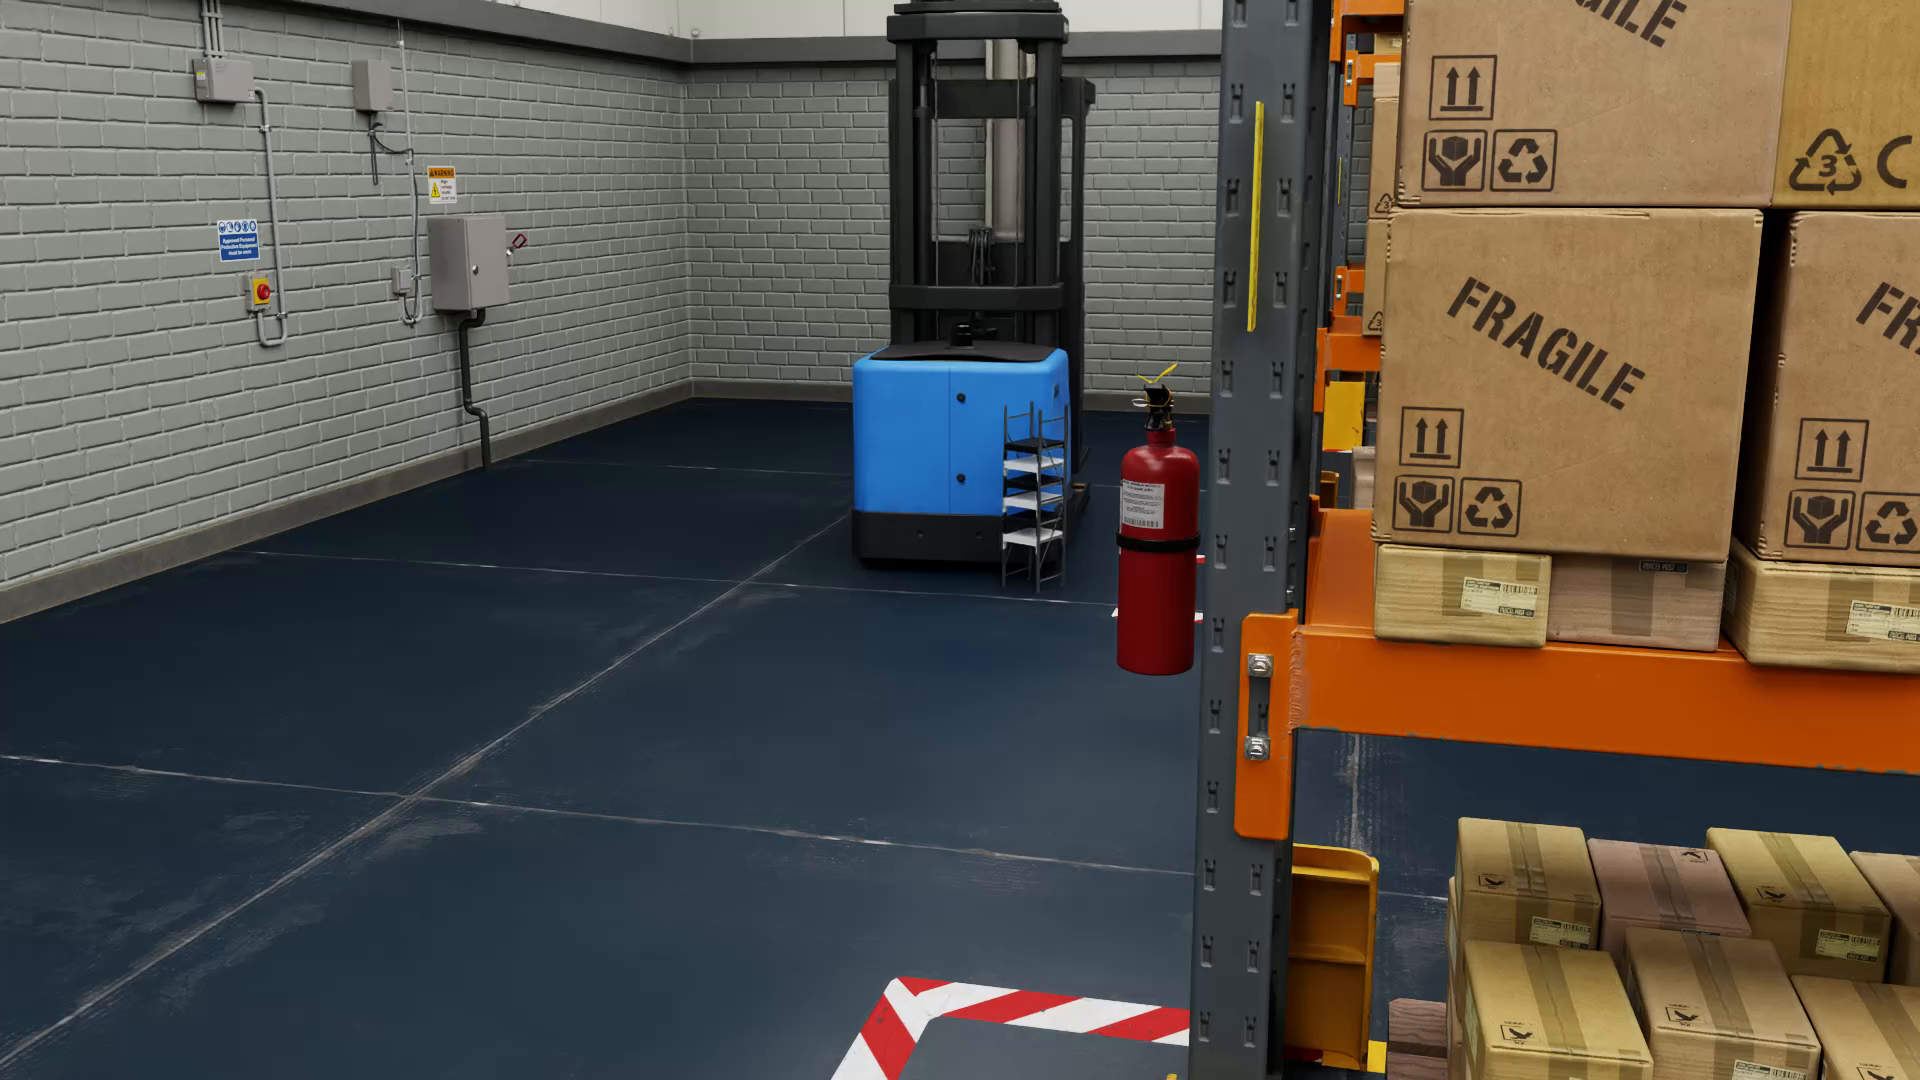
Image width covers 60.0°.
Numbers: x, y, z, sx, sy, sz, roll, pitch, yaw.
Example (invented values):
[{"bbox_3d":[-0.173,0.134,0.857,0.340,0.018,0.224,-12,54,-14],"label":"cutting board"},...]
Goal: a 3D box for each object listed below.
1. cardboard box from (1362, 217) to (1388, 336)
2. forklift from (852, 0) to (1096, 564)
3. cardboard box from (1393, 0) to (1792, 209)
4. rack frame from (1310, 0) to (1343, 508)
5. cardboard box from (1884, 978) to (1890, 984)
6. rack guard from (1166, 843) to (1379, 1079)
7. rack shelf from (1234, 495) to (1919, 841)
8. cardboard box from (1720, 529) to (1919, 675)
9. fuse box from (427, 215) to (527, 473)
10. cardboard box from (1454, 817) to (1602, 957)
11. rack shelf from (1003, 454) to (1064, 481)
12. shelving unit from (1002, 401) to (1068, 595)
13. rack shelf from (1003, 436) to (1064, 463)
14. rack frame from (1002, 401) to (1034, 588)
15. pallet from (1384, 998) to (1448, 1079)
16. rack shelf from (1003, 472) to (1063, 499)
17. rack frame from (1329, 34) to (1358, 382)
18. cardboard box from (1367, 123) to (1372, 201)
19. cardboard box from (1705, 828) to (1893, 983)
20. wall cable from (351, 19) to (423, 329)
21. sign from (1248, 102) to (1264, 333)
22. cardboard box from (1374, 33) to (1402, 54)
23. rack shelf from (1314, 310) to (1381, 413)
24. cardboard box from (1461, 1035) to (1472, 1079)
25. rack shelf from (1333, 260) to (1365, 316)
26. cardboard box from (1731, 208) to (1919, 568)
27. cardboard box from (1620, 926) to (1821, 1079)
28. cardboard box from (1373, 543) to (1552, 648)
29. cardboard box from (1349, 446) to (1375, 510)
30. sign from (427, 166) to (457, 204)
[{"bbox_3d":[2.048,-1.172,7.362,0.500,0.500,0.500,3,13,13],"label":"cardboard box"},{"bbox_3d":[0.189,-1.579,9.583,1.130,2.935,3.031,2,13,9],"label":"forklift"},{"bbox_3d":[0.935,-0.766,2.533,0.500,0.500,0.500,3,13,13],"label":"cardboard box"},{"bbox_3d":[1.651,-1.209,7.757,0.127,3.000,1.000,3,13,14],"label":"rack frame"},{"bbox_3d":[1.885,0.909,3.139,0.250,0.149,0.380,3,13,13],"label":"cardboard box"},{"bbox_3d":[0.637,1.062,3.294,0.348,0.500,1.175,3,13,14],"label":"rack guard"},{"bbox_3d":[2.505,0.292,2.651,4.000,0.370,1.077,3,13,14],"label":"rack shelf"},{"bbox_3d":[1.304,0.075,2.548,0.250,0.149,0.380,3,13,12],"label":"cardboard box"},{"bbox_3d":[-3.184,-1.302,11.150,0.414,1.711,0.539,3,13,14],"label":"fuse box"},{"bbox_3d":[1.138,0.708,3.357,0.250,0.149,0.380,3,13,14],"label":"cardboard box"},{"bbox_3d":[0.365,-0.353,8.065,0.200,0.077,0.258,10,16,37],"label":"rack shelf"},{"bbox_3d":[0.364,-0.209,8.098,0.210,0.900,0.258,10,16,37],"label":"shelving unit"},{"bbox_3d":[0.365,-0.440,8.046,0.200,0.077,0.258,10,16,37],"label":"rack shelf"},{"bbox_3d":[0.284,-0.223,8.158,0.006,0.900,0.240,10,16,37],"label":"rack frame"},{"bbox_3d":[1.417,1.252,3.102,1.213,0.211,1.003,3,13,14],"label":"pallet"},{"bbox_3d":[0.364,-0.265,8.085,0.200,0.077,0.258,10,16,37],"label":"rack shelf"},{"bbox_3d":[2.836,-2.253,12.462,0.127,3.000,1.000,3,13,14],"label":"rack frame"},{"bbox_3d":[2.176,-1.771,7.751,0.500,0.500,0.500,4,13,15],"label":"cardboard box"},{"bbox_3d":[1.650,0.720,3.303,0.250,0.149,0.380,3,13,12],"label":"cardboard box"},{"bbox_3d":[-3.501,-2.291,10.290,0.122,1.984,0.588,3,13,14],"label":"wall cable"},{"bbox_3d":[0.433,-0.471,2.433,0.005,0.325,0.100,3,13,14],"label":"sign"},{"bbox_3d":[3.090,-3.529,11.870,0.250,0.149,0.380,3,13,15],"label":"cardboard box"},{"bbox_3d":[3.593,-0.754,7.367,4.000,0.370,1.077,3,13,14],"label":"rack shelf"},{"bbox_3d":[1.010,0.960,2.907,0.250,0.149,0.380,4,13,16],"label":"cardboard box"},{"bbox_3d":[4.778,-1.798,12.072,4.000,0.370,1.077,3,13,14],"label":"rack shelf"},{"bbox_3d":[1.458,-0.253,2.530,0.500,0.500,0.500,3,13,14],"label":"cardboard box"},{"bbox_3d":[1.287,0.821,2.845,0.250,0.149,0.380,3,13,15],"label":"cardboard box"},{"bbox_3d":[0.799,0.046,2.682,0.250,0.149,0.380,3,13,13],"label":"cardboard box"},{"bbox_3d":[2.316,-0.150,7.929,0.875,0.438,0.875,3,13,12],"label":"cardboard box"},{"bbox_3d":[-3.399,-2.333,10.917,0.001,0.242,0.339,3,13,14],"label":"sign"}]
